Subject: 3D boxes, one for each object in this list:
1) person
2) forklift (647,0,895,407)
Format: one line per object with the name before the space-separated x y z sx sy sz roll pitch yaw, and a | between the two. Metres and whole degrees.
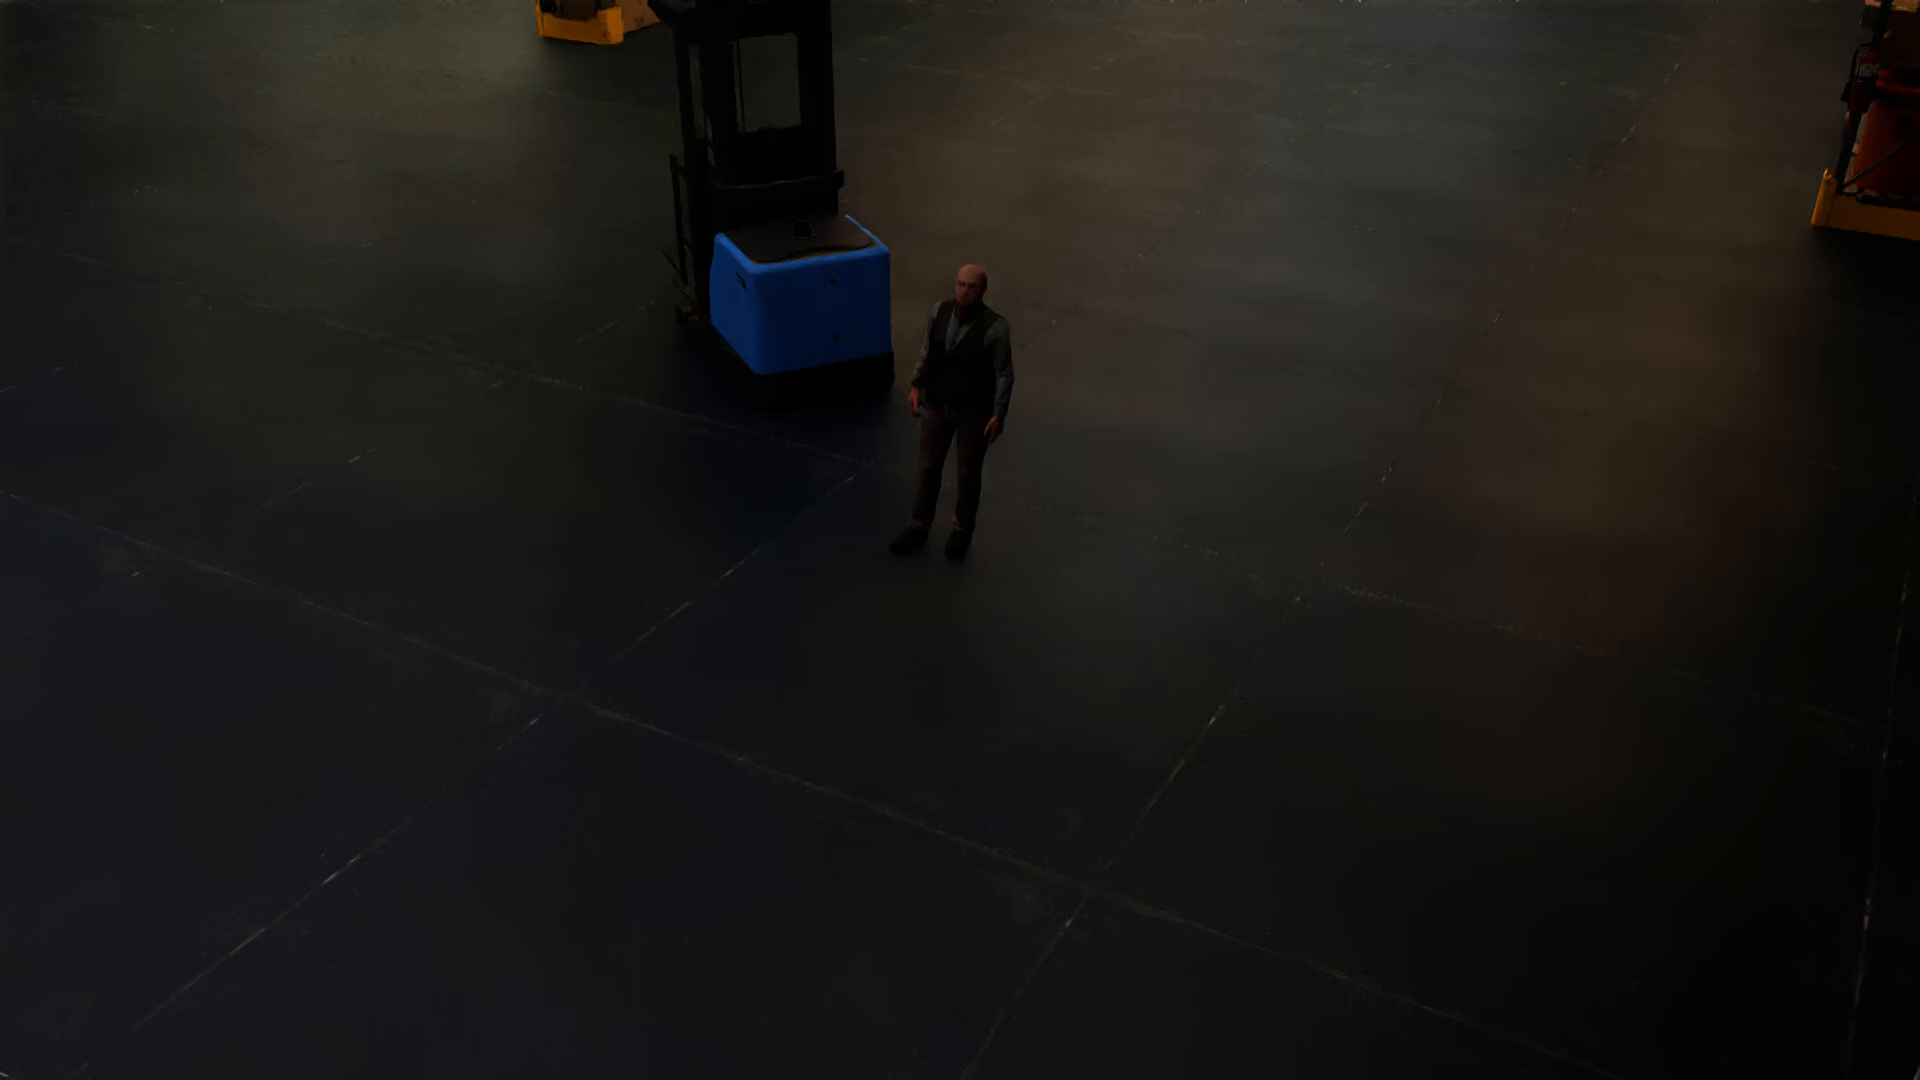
person | -0.037 -0.726 9.525 0.632 1.720 0.567 15 33 25
forklift | -1.542 -2.903 12.101 1.130 2.935 3.031 -13 32 -21
